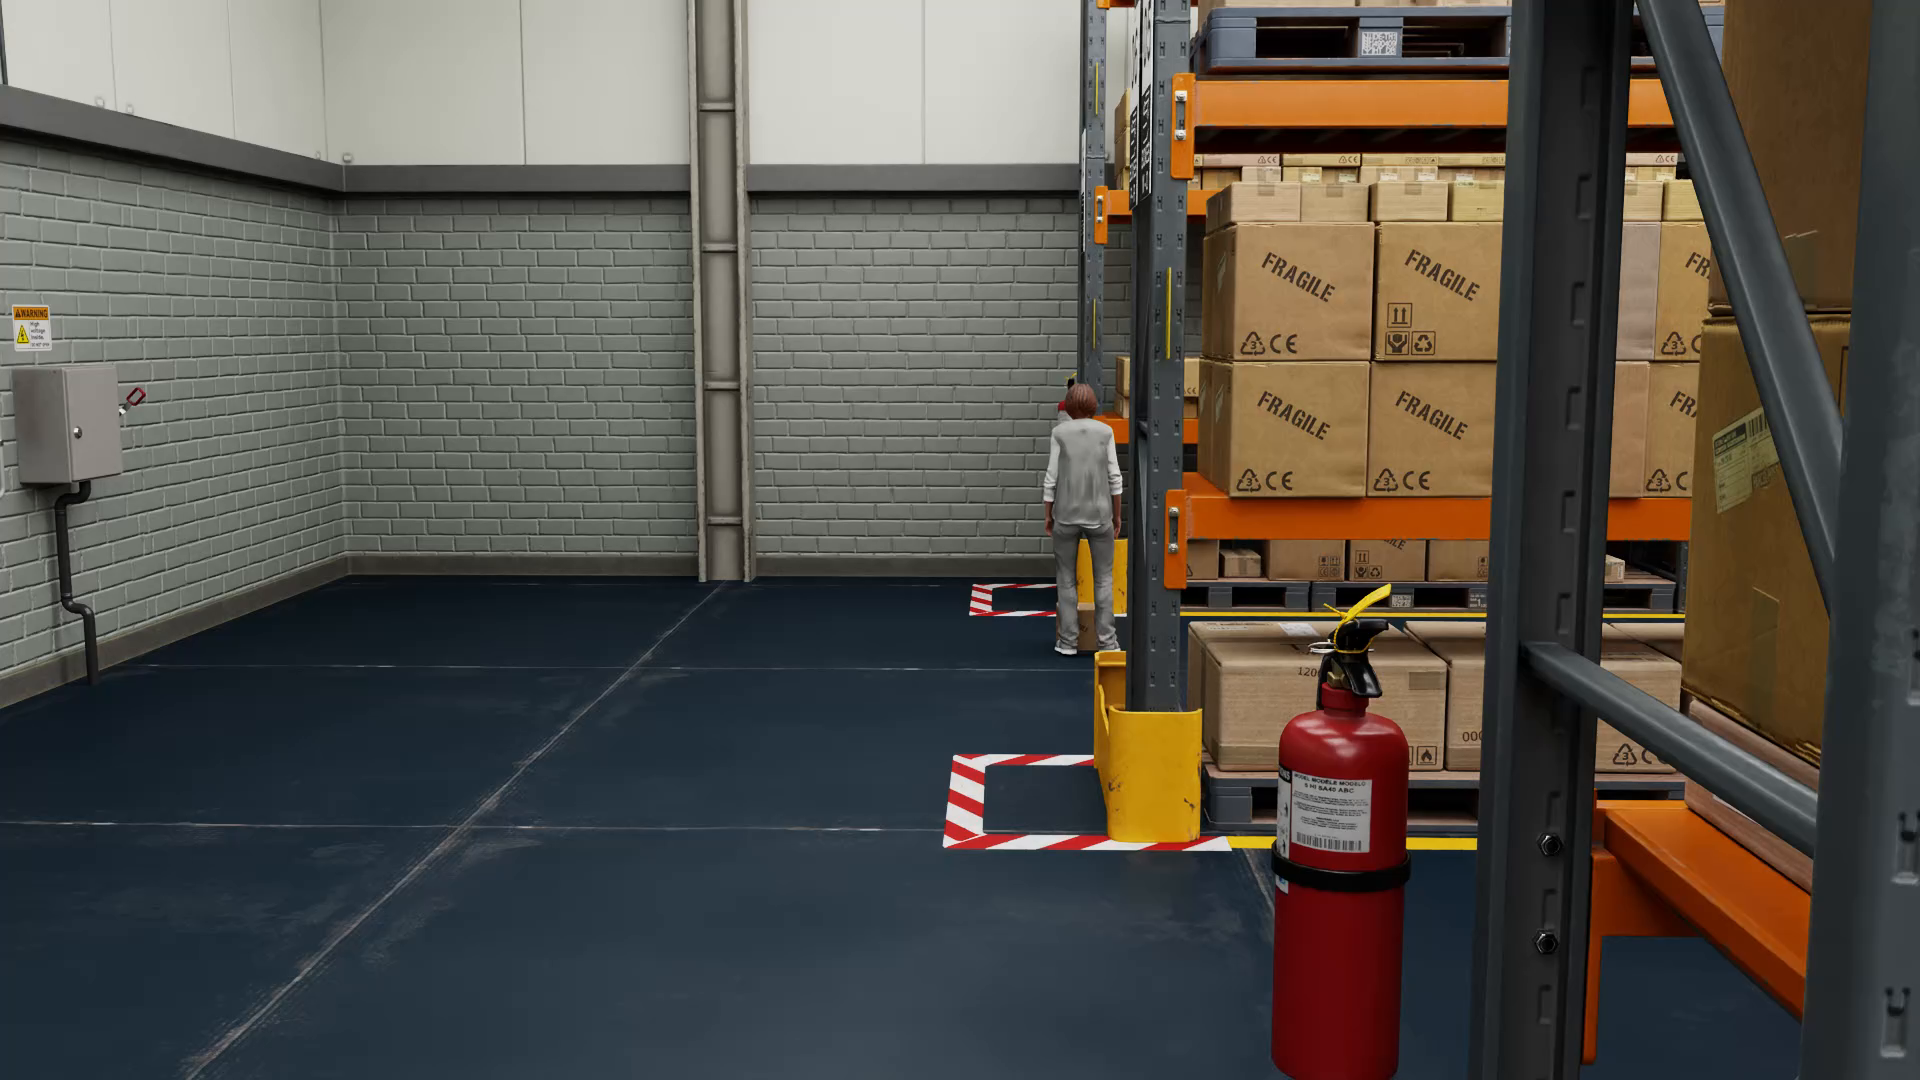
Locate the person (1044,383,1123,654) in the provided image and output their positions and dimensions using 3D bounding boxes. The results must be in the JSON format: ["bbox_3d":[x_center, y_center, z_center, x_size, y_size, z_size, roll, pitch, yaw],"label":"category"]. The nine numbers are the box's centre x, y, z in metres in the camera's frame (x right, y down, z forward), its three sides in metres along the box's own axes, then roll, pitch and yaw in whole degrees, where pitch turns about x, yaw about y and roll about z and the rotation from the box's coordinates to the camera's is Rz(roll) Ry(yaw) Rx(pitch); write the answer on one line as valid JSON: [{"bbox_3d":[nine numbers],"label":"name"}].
[{"bbox_3d":[0.717,-0.115,9.701,0.463,1.593,0.364,0,7,1],"label":"person"}]
